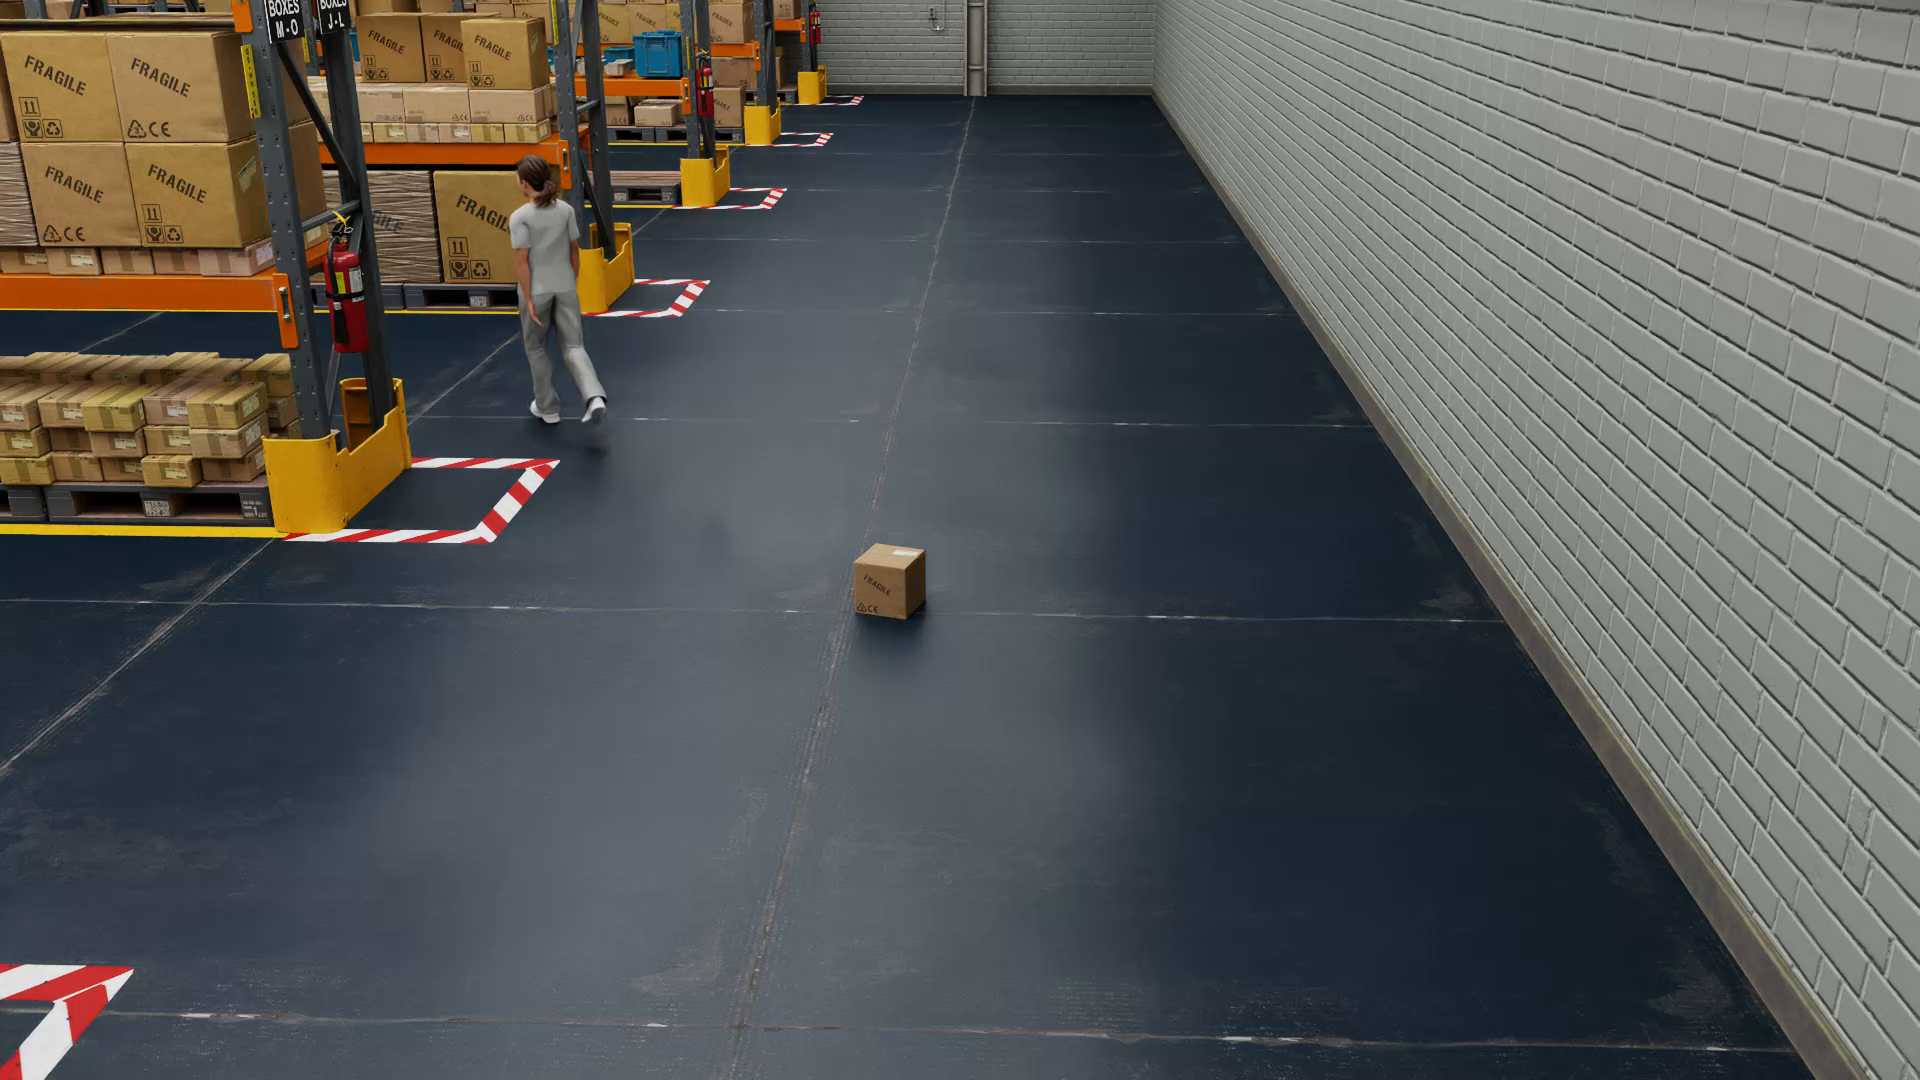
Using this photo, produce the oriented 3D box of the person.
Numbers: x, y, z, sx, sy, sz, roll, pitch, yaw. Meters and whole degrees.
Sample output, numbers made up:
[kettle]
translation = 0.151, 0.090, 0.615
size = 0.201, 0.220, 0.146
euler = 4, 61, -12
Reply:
[person]
translation = -2.427, -1.448, 9.874
size = 0.434, 1.649, 0.884
euler = -13, 24, -30
